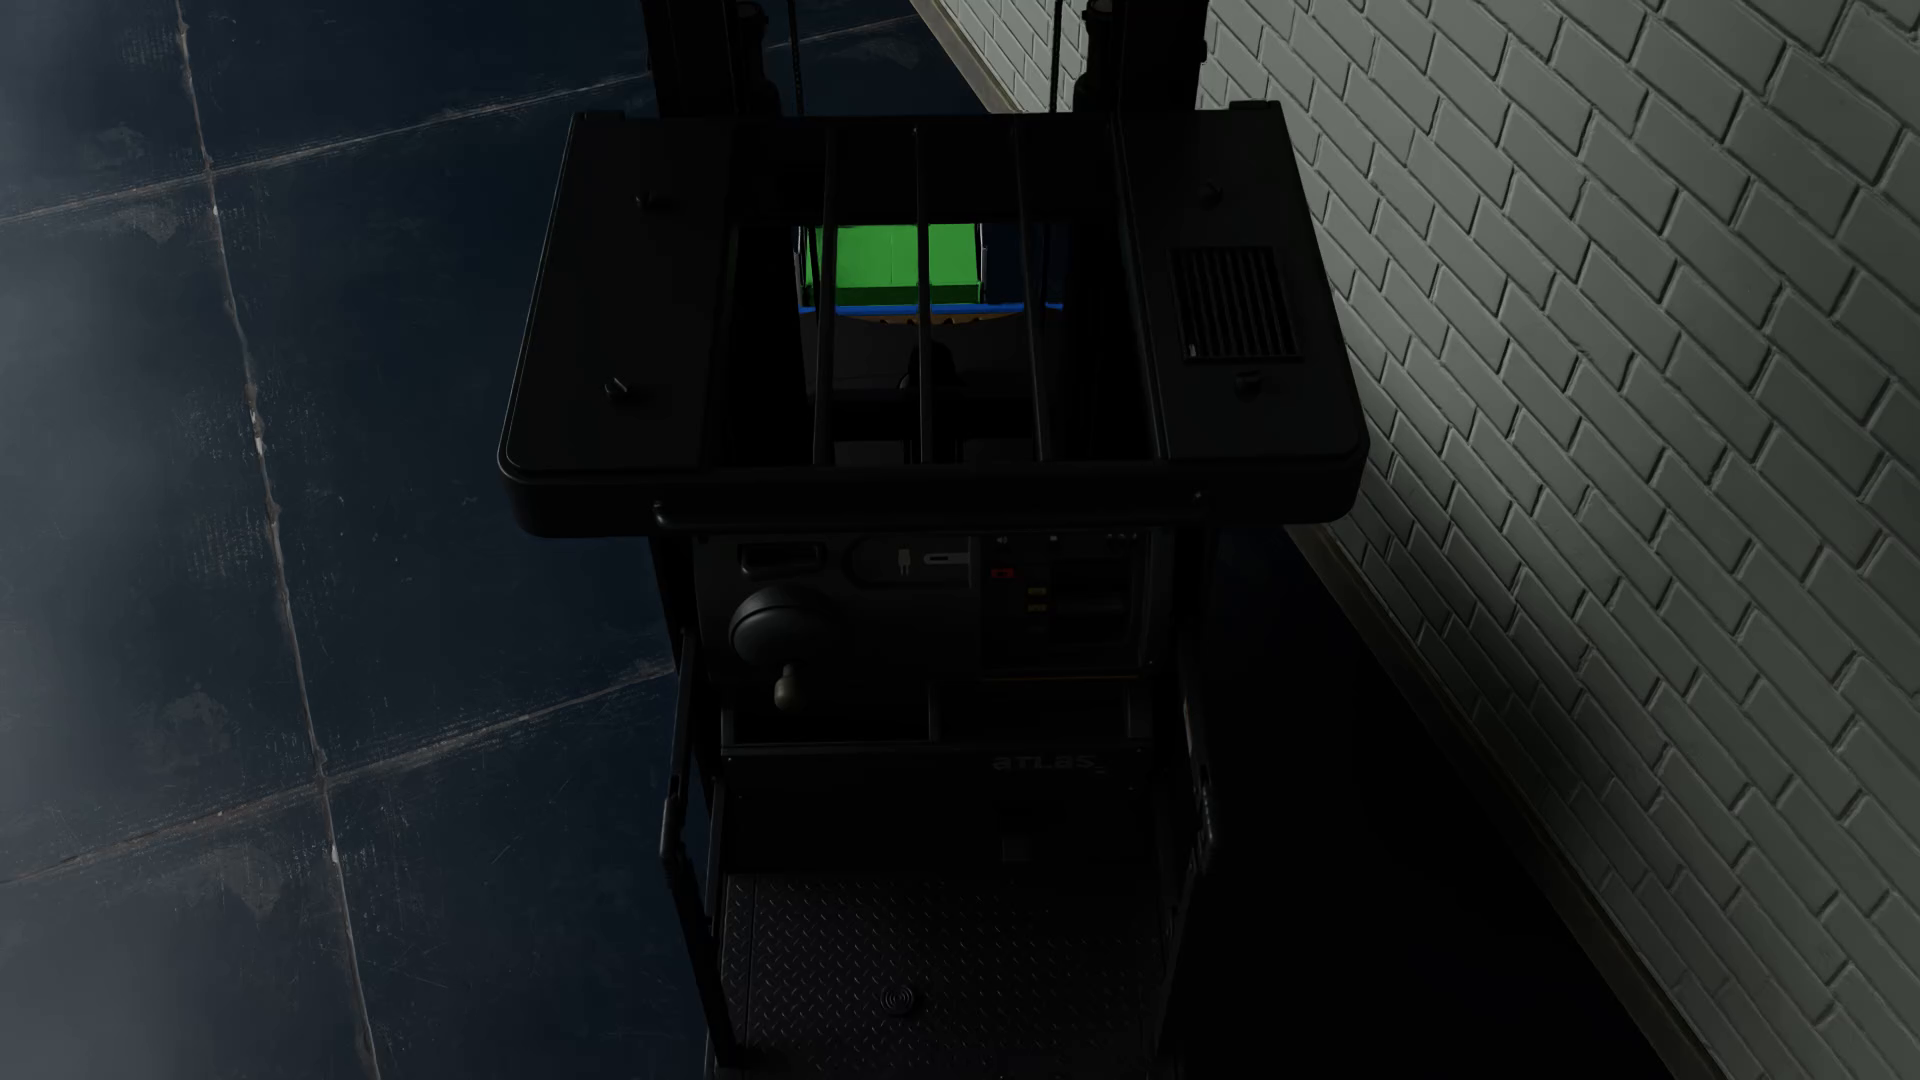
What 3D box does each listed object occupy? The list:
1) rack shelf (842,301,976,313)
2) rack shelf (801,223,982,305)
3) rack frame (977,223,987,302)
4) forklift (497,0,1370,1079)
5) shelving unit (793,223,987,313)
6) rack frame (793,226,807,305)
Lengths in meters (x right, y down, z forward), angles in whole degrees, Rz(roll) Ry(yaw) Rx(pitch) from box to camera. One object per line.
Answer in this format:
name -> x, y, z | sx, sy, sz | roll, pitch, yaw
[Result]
rack shelf -> -0.185, -0.569, 4.715 | 0.480, 0.148, 0.258 | -2, 49, -1
rack shelf -> -0.185, -0.725, 4.533 | 0.480, 0.148, 0.258 | -2, 49, -1
rack frame -> 0.059, -0.460, 4.855 | 0.015, 1.200, 0.240 | -2, 49, -1
forklift -> -0.041, 0.238, 3.114 | 1.130, 2.935, 3.031 | -1, 49, -1
shelving unit -> -0.185, -0.454, 4.849 | 0.503, 1.200, 0.258 | -2, 49, -1
rack frame -> -0.428, -0.448, 4.843 | 0.015, 1.200, 0.240 | -2, 49, -1
